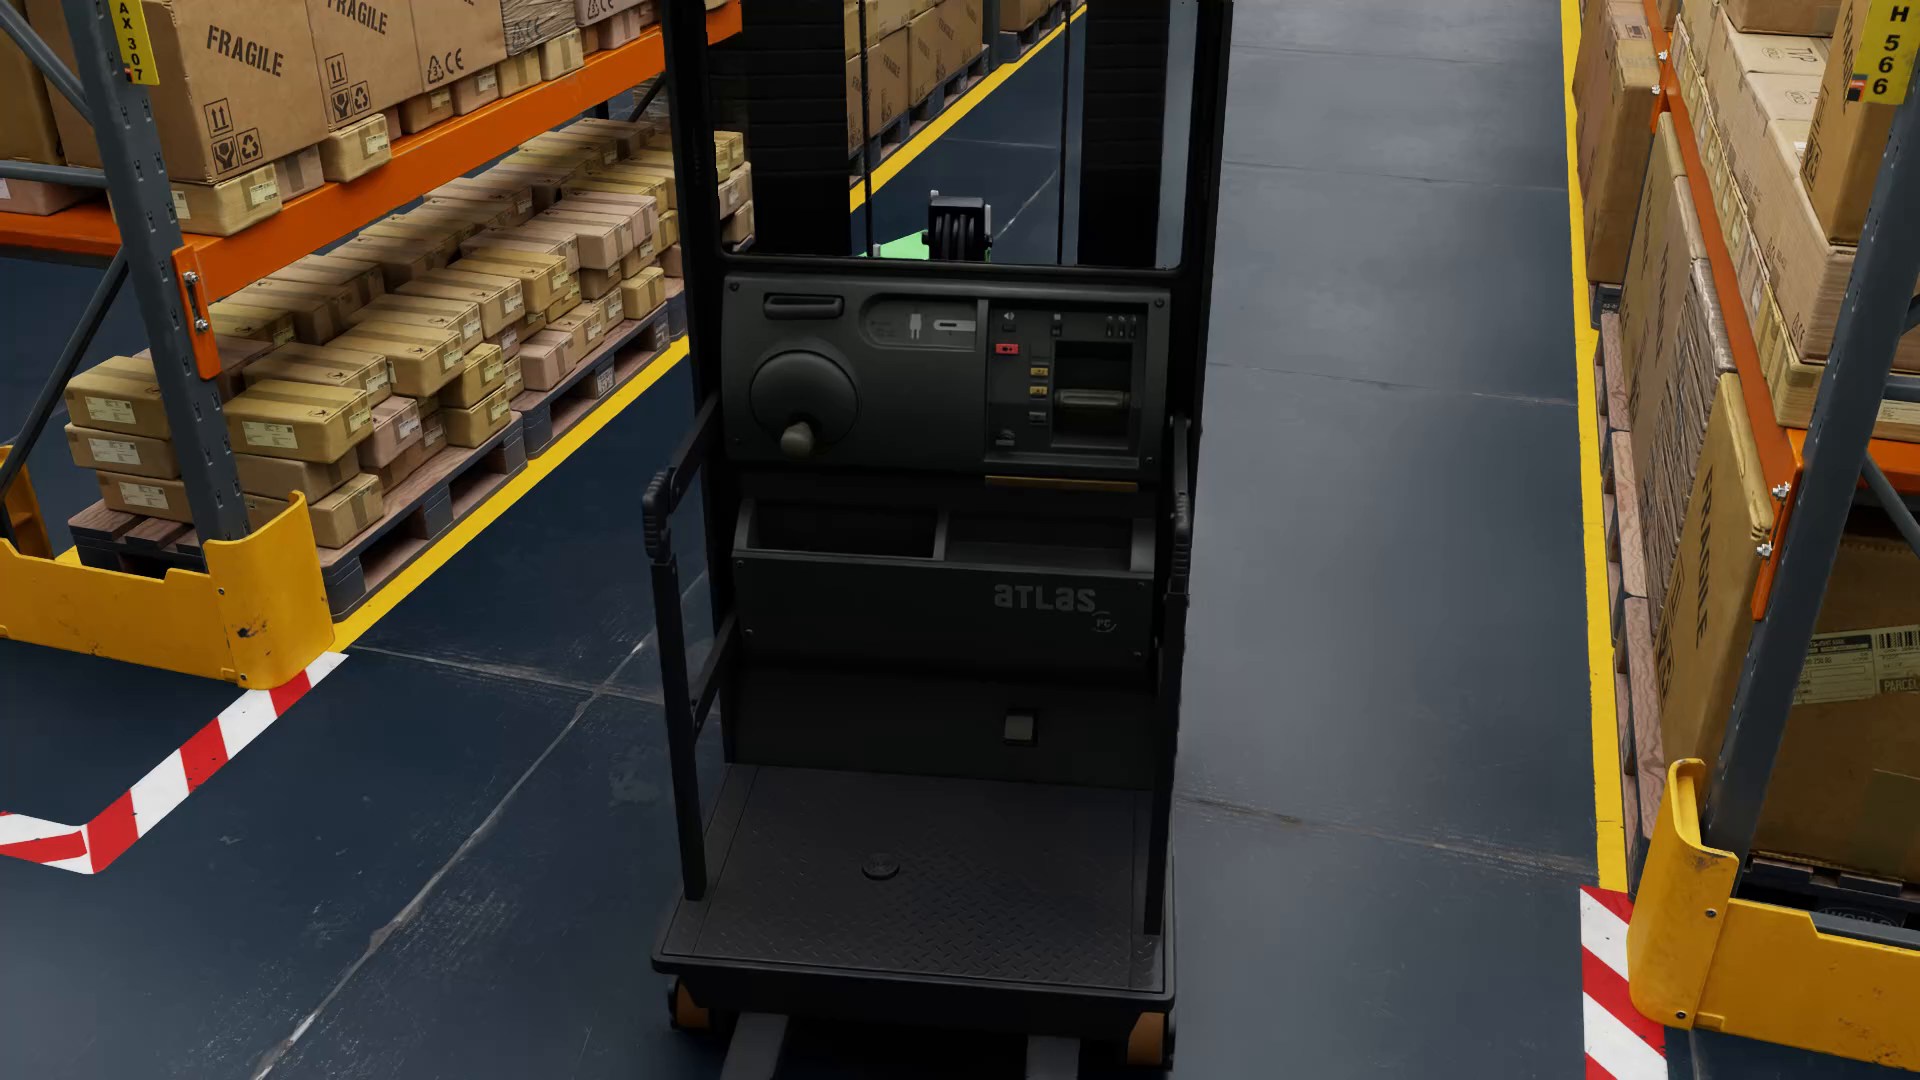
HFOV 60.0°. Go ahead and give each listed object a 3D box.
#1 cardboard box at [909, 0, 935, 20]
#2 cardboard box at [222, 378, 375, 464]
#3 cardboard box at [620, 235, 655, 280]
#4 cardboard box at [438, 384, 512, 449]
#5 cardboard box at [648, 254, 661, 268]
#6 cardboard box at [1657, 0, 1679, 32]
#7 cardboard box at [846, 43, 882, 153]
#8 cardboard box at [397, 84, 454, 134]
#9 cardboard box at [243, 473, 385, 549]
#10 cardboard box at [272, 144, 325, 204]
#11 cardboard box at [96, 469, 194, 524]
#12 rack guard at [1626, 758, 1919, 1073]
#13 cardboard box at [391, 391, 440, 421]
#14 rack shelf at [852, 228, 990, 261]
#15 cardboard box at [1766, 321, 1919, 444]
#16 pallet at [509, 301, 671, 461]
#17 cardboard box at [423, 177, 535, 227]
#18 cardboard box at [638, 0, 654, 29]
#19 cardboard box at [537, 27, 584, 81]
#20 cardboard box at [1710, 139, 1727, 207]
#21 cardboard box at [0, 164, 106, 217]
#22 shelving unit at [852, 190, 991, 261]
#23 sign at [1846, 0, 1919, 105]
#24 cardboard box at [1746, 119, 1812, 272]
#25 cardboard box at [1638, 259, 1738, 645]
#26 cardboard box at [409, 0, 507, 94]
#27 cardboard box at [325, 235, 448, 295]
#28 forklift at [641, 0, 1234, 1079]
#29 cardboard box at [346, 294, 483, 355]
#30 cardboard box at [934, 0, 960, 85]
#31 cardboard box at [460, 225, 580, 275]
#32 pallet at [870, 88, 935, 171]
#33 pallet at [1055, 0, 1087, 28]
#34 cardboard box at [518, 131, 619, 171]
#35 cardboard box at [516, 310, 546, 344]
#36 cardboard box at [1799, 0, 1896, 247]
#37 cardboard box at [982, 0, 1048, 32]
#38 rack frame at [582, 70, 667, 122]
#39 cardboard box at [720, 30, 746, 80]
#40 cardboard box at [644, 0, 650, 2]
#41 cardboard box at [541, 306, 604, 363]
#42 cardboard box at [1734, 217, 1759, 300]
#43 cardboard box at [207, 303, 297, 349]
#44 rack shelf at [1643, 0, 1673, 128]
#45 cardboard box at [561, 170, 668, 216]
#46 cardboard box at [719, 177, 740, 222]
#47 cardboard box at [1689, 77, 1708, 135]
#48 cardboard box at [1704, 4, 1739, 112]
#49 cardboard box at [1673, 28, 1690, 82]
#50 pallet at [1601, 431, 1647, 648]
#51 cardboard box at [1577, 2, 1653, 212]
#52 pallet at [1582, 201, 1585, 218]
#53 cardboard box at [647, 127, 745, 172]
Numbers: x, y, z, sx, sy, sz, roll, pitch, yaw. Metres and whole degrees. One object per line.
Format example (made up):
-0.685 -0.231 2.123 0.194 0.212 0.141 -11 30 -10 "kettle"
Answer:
-0.468 -3.294 9.954 0.500 0.250 0.500 9 30 16 "cardboard box"
-2.085 -0.375 5.228 0.380 0.149 0.250 7 30 13 "cardboard box"
-1.531 -1.239 7.087 0.380 0.149 0.250 9 30 16 "cardboard box"
-1.859 -0.471 6.012 0.380 0.149 0.250 9 30 15 "cardboard box"
-1.545 -1.203 7.327 0.380 0.149 0.250 8 30 14 "cardboard box"
3.198 -2.387 6.852 0.500 0.500 0.500 9 30 15 "cardboard box"
-0.766 -2.484 9.270 0.500 0.500 0.500 10 31 17 "cardboard box"
-1.942 -1.481 5.585 0.380 0.149 0.250 8 30 14 "cardboard box"
-2.104 -0.118 5.378 0.380 0.149 0.250 9 30 16 "cardboard box"
-2.120 -1.101 4.902 0.380 0.149 0.250 10 30 17 "cardboard box"
-2.609 -0.195 5.515 0.380 0.149 0.250 9 30 16 "cardboard box"
2.141 0.875 3.662 1.175 0.500 0.348 8 30 15 "rack guard"
-2.043 -0.503 5.763 0.380 0.149 0.250 9 30 16 "cardboard box"
-0.161 -0.821 5.136 0.258 0.148 0.480 23 37 36 "rack shelf"
1.938 -0.331 3.517 0.380 0.149 0.250 9 30 16 "cardboard box"
-1.909 -0.737 6.858 1.003 0.211 1.213 8 30 15 "pallet"
-2.061 -1.434 7.130 0.380 0.149 0.250 9 30 16 "cardboard box"
-1.498 -2.205 6.886 0.380 0.149 0.250 8 30 13 "cardboard box"
-1.640 -1.829 6.211 0.380 0.149 0.250 9 30 16 "cardboard box"
2.387 -1.041 4.794 0.380 0.149 0.250 9 30 16 "cardboard box"
-2.738 -1.065 4.837 0.380 0.149 0.250 9 30 15 "cardboard box"
-0.161 -0.458 5.339 0.258 1.200 0.503 23 37 36 "shelving unit"
1.633 -0.921 2.886 0.100 0.325 0.005 8 30 15 "sign"
2.186 -0.791 3.935 0.500 0.250 0.500 8 30 14 "cardboard box"
2.527 -0.215 4.804 0.875 0.875 0.875 8 30 15 "cardboard box"
-1.879 -1.804 5.498 0.500 0.500 0.500 9 30 16 "cardboard box"
-2.222 -1.060 6.459 0.380 0.149 0.250 7 30 13 "cardboard box"
-0.056 -0.299 3.273 1.130 2.935 3.031 3 29 5 "forklift"
-1.929 -0.747 5.895 0.380 0.149 0.250 7 30 12 "cardboard box"
-0.315 -3.208 10.570 0.500 0.500 0.500 10 31 17 "cardboard box"
-1.735 -1.120 6.567 0.380 0.149 0.250 9 30 15 "cardboard box"
-0.806 -2.554 10.124 1.003 0.211 1.213 8 30 15 "pallet"
0.448 -4.403 13.447 1.003 0.211 1.213 8 30 15 "pallet"
-1.826 -1.789 7.769 0.380 0.149 0.250 10 31 17 "cardboard box"
-1.837 -0.875 6.433 0.380 0.149 0.250 10 31 17 "cardboard box"
2.040 -0.884 3.331 0.500 0.500 0.500 9 30 15 "cardboard box"
0.049 -4.171 12.045 1.050 0.750 0.750 8 30 14 "cardboard box"
-1.390 -2.842 7.773 1.000 3.000 0.127 8 30 15 "rack frame"
-0.920 -2.566 8.645 0.500 0.250 0.500 7 30 13 "cardboard box"
-1.415 -2.509 6.766 0.500 0.500 0.500 8 30 13 "cardboard box"
-1.663 -0.839 6.673 0.380 0.149 0.250 9 30 15 "cardboard box"
2.162 -0.685 4.154 0.380 0.149 0.250 9 30 16 "cardboard box"
-2.567 -0.710 5.829 0.380 0.149 0.250 8 30 14 "cardboard box"
3.909 -2.702 8.262 1.077 0.370 4.000 8 30 15 "rack shelf"
-1.499 -1.486 7.225 0.380 0.149 0.250 9 30 17 "cardboard box"
-1.246 -1.590 7.717 0.380 0.149 0.250 7 30 12 "cardboard box"
2.613 -1.401 5.442 0.380 0.149 0.250 8 30 14 "cardboard box"
2.636 -1.498 5.206 0.500 0.250 0.500 9 30 16 "cardboard box"
2.840 -1.765 6.096 0.380 0.149 0.250 7 30 13 "cardboard box"
2.668 0.043 5.456 1.003 0.211 1.213 8 30 15 "pallet"
3.752 -2.058 8.117 1.225 0.875 0.875 7 30 13 "cardboard box"
3.833 -1.807 8.780 1.003 0.211 1.213 8 30 15 "pallet"
-1.245 -1.837 7.855 0.380 0.149 0.250 9 30 16 "cardboard box"
